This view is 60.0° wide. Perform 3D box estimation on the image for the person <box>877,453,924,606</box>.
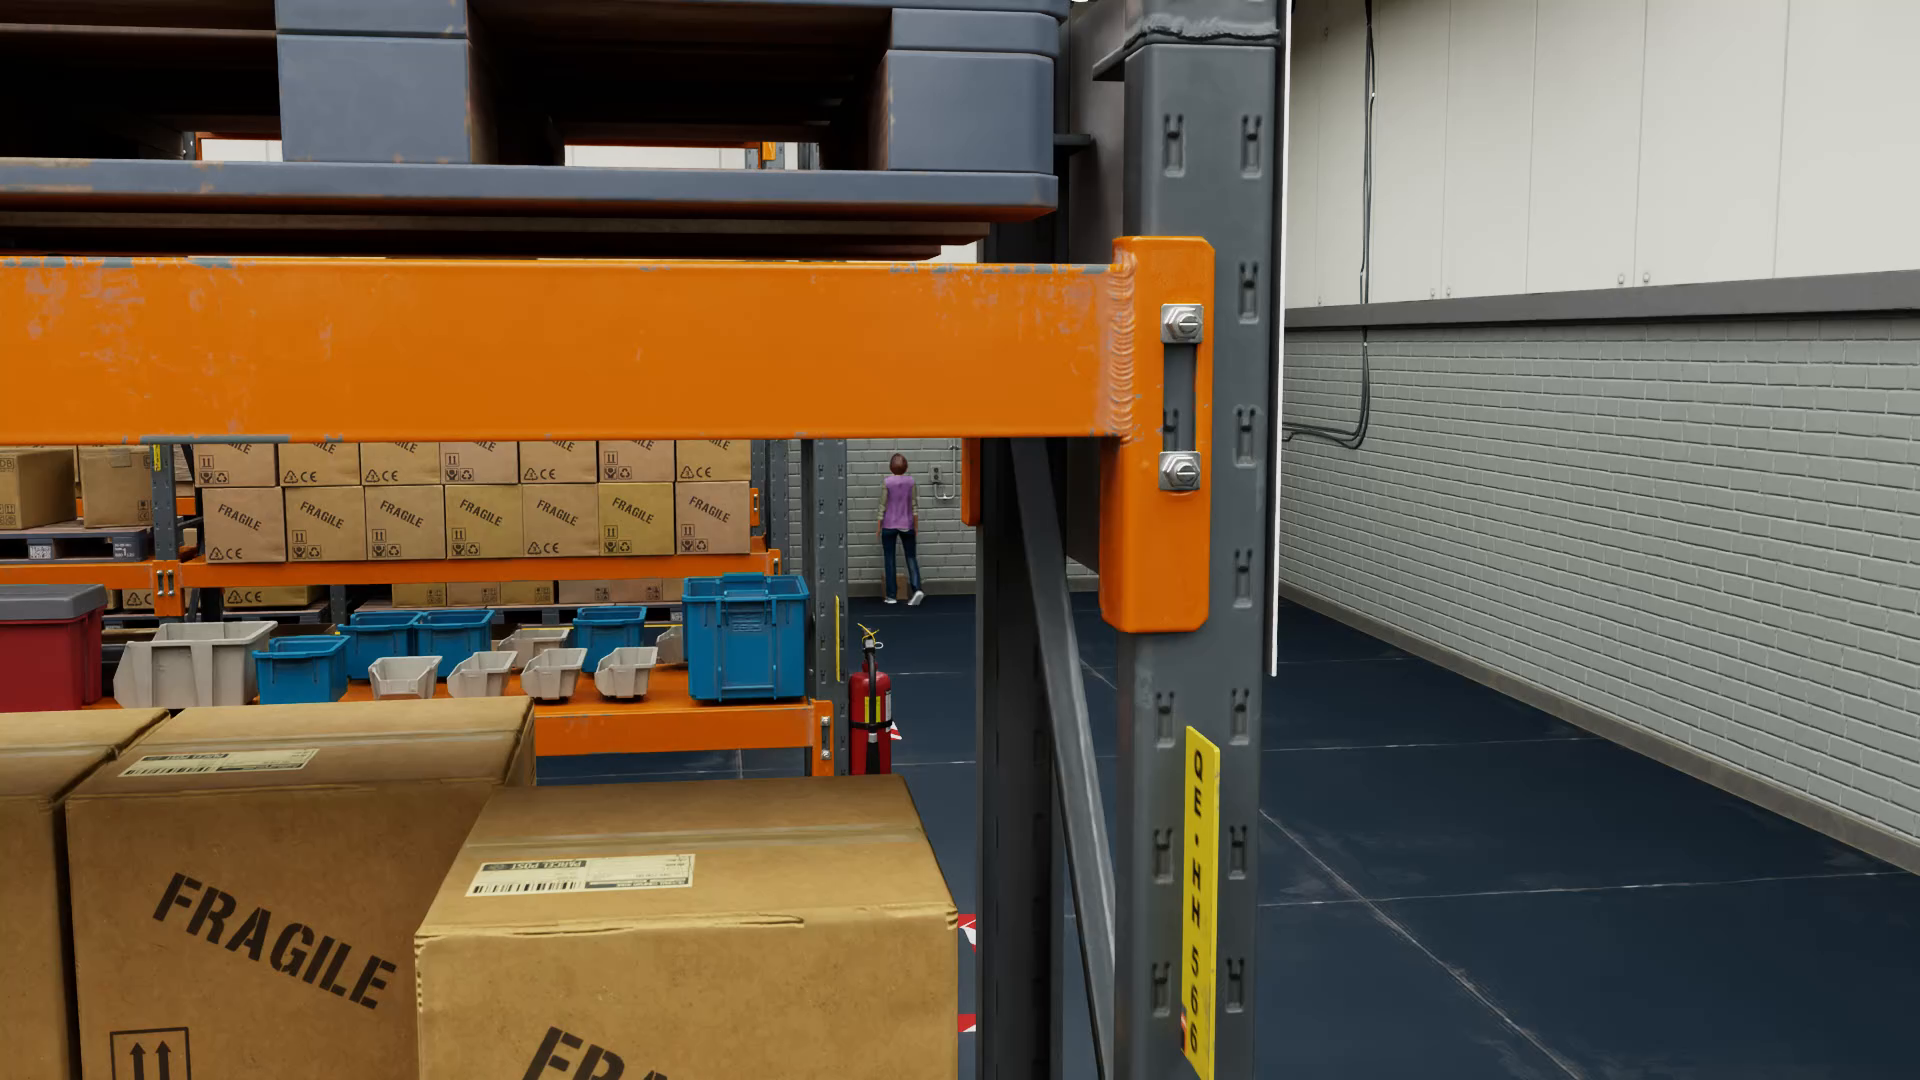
[{"bbox_3d":[-0.638,-0.111,17.469,0.470,1.612,0.446,-1,7,-9],"label":"person"}]
